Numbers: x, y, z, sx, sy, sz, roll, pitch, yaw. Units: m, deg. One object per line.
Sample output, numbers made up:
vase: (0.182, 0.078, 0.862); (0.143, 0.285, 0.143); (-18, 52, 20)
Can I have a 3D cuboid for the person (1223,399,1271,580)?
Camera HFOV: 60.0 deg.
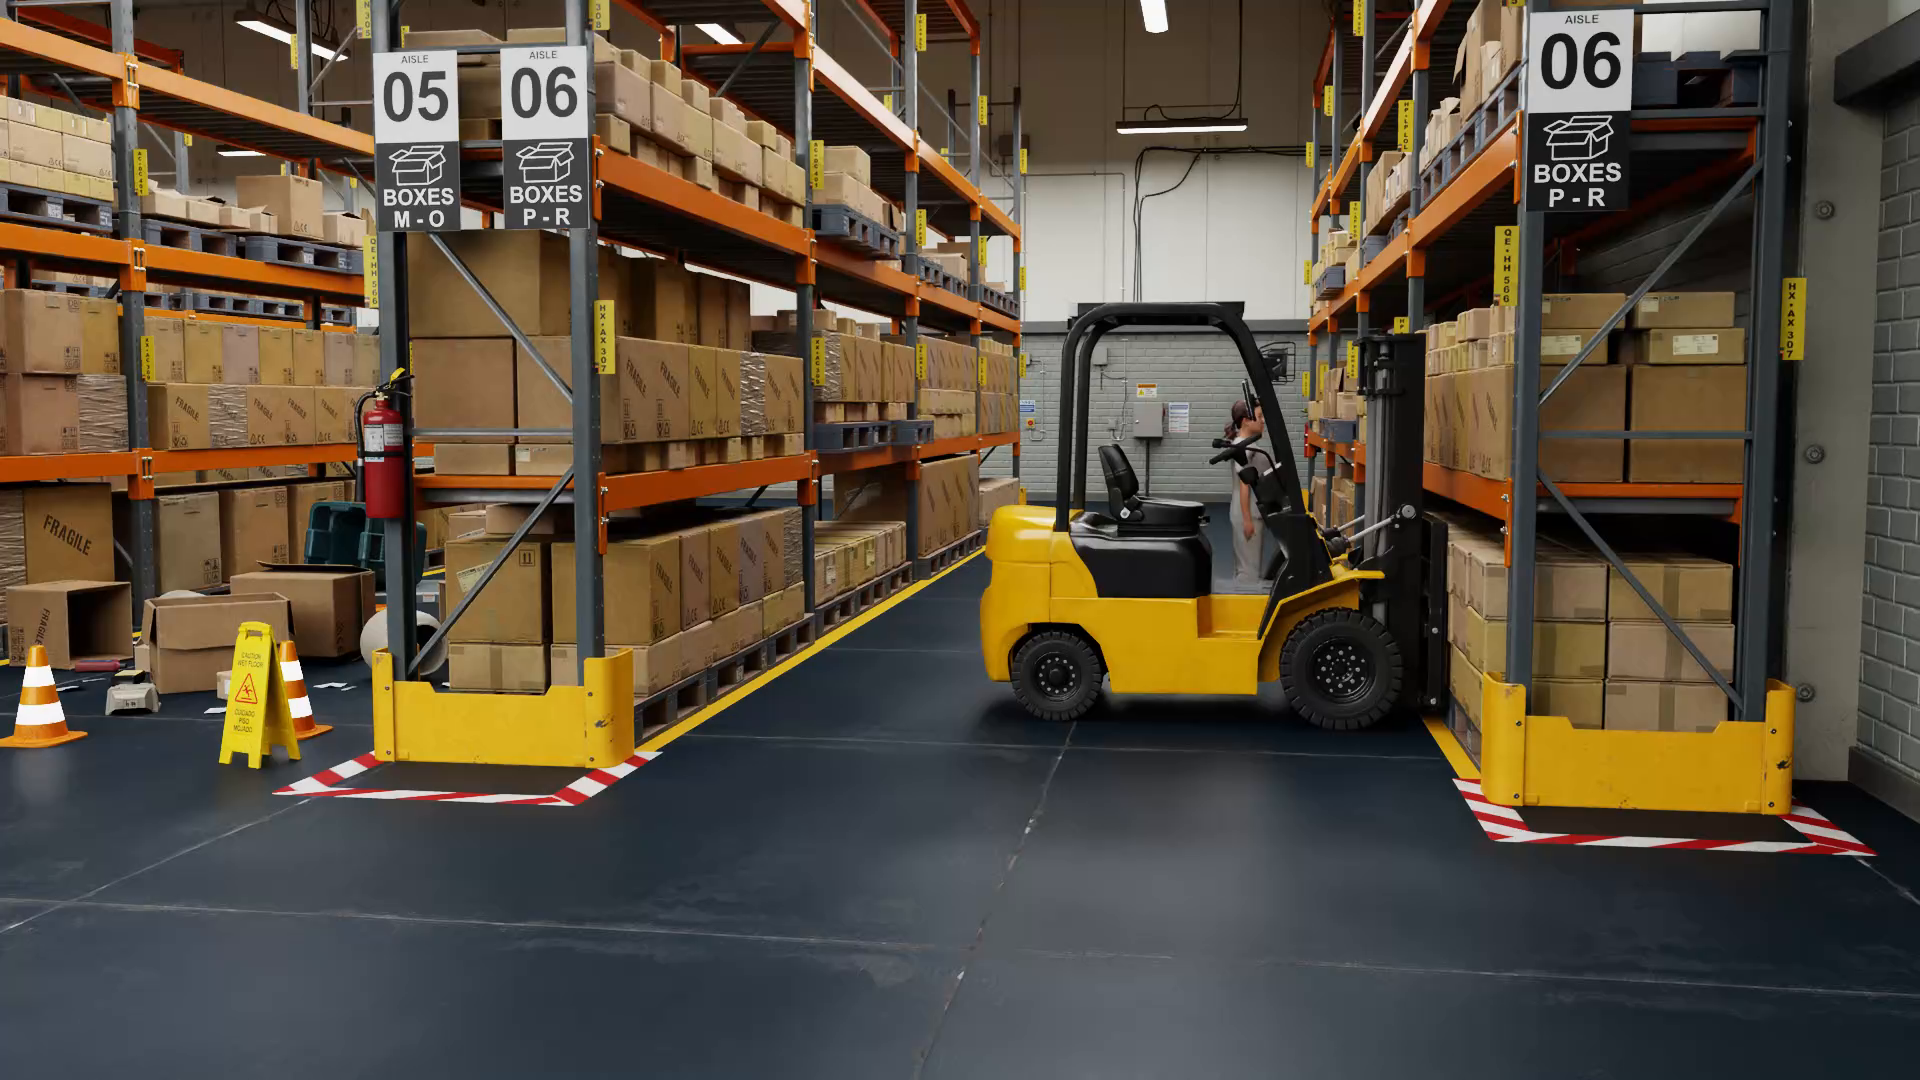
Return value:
person: (1.992, -0.116, 11.430); (0.388, 1.698, 0.443); (1, 5, 10)
